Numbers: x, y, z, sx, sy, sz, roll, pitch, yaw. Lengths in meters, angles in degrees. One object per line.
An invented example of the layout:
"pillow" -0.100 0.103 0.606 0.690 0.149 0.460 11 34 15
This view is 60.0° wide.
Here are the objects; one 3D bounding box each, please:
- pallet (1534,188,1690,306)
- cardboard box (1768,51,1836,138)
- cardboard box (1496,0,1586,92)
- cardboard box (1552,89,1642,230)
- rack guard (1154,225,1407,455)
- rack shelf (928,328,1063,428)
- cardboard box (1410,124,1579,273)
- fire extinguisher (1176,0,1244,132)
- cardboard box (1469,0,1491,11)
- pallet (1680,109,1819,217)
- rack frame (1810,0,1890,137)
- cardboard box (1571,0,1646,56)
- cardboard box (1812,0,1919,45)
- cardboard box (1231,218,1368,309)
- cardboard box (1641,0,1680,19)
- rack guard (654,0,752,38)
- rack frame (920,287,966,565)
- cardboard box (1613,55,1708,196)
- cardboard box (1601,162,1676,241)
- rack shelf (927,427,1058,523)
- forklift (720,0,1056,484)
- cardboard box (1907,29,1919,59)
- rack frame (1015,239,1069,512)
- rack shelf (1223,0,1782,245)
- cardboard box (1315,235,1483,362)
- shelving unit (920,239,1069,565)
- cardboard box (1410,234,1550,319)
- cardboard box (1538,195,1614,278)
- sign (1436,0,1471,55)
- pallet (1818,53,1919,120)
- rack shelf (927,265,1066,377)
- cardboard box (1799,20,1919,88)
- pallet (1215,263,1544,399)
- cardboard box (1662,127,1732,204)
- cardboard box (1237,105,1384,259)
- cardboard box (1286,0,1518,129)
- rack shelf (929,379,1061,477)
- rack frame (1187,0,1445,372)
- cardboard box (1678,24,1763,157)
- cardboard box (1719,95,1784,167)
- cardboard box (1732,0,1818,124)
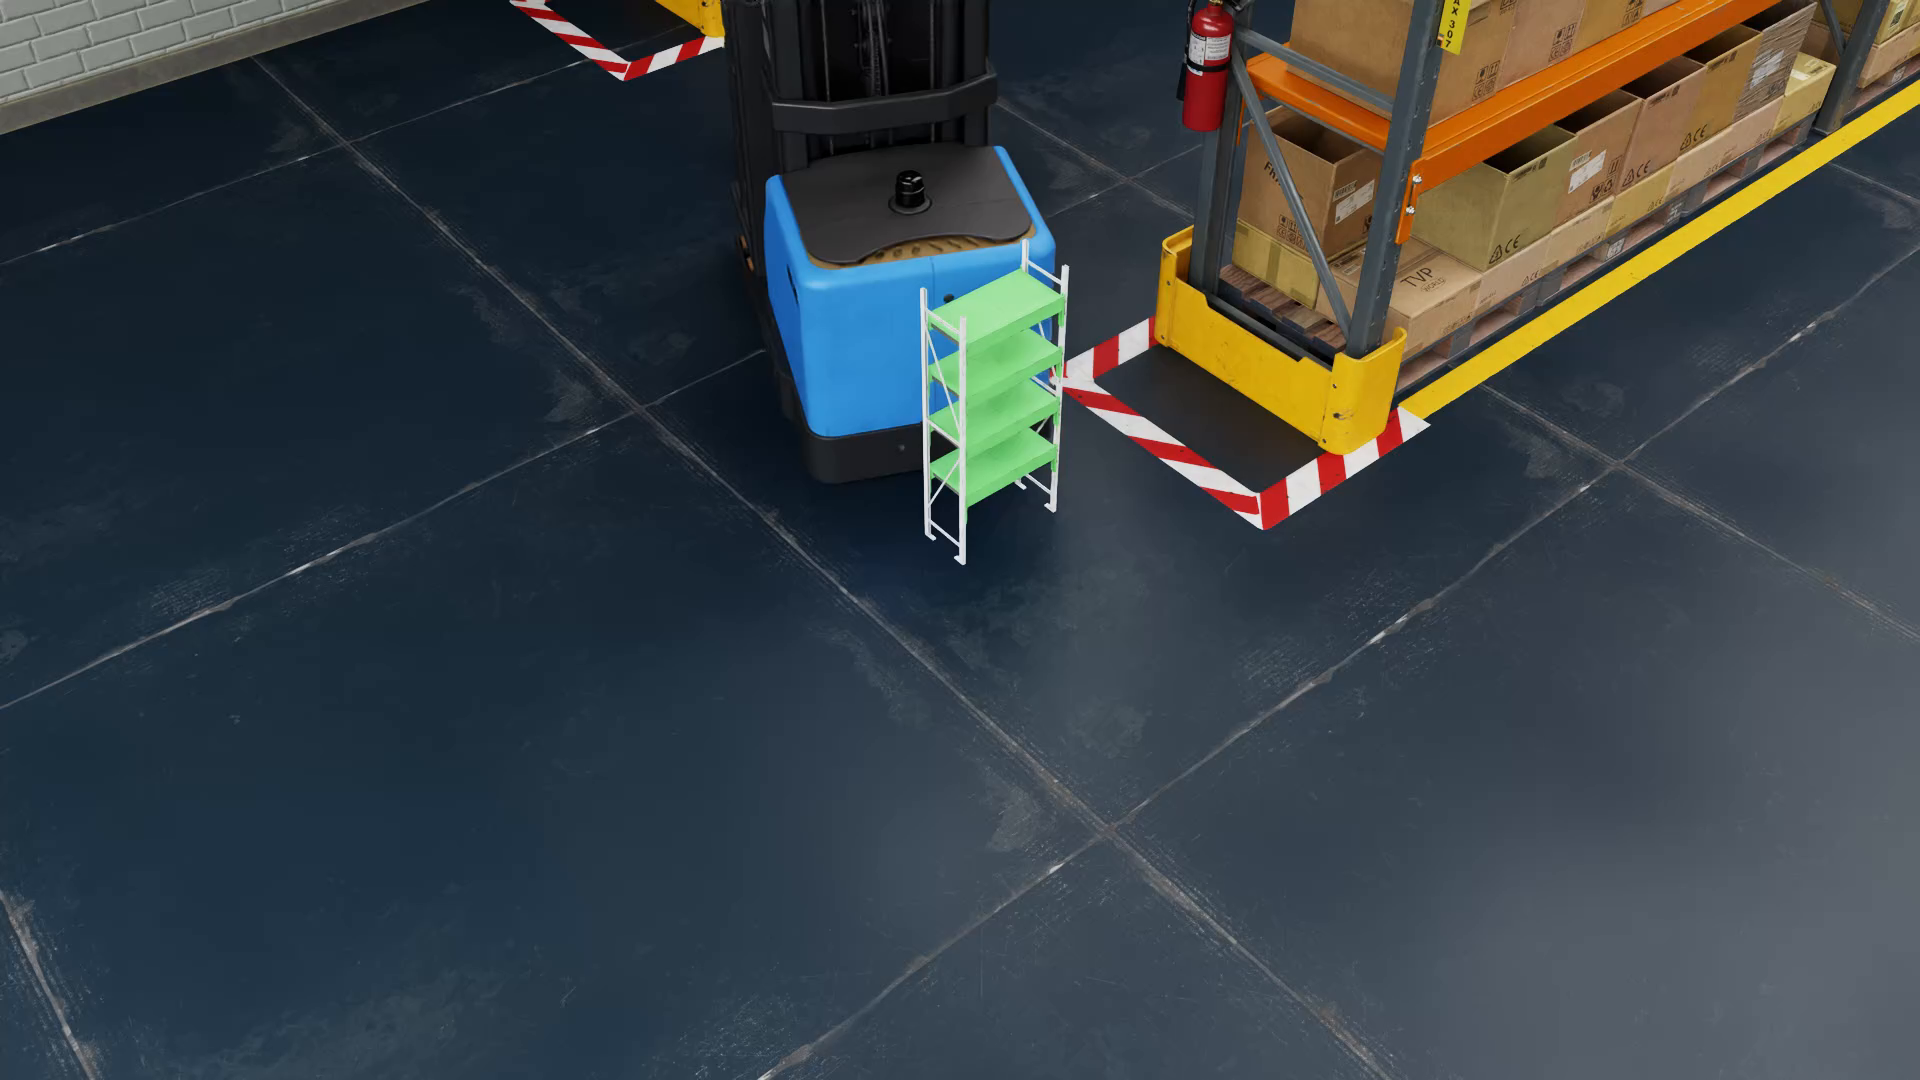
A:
"pallet" 2.898 -1.706 8.413 1.213 0.211 1.003 -30 51 -28
"cardboard box" 4.256 -2.421 8.839 0.500 0.250 0.500 -30 51 -28
"cardboard box" 2.169 -2.300 6.935 0.500 0.500 0.700 -28 50 -27
"cardboard box" 2.715 -1.822 7.653 0.500 0.500 0.500 -30 51 -28
"rack guard" 1.384 -0.910 7.354 0.348 0.500 1.175 -30 51 -28
"rack shelf" 0.127 -0.638 6.296 0.480 0.148 0.258 -30 51 -28
"cardboard box" 2.339 -1.595 7.412 0.500 0.500 0.500 -30 51 -28
"fire extinguisher" 1.014 -1.996 6.740 0.183 0.674 0.296 -30 51 -28
"cardboard box" 1.842 -2.164 6.316 0.250 0.149 0.380 -30 51 -28
"pallet" 3.834 -2.245 8.986 1.213 0.211 1.003 -30 51 -28
"rack frame" 4.471 -3.589 8.380 0.127 3.000 1.000 -30 51 -28
"cardboard box" 2.554 -2.515 7.164 0.500 0.500 0.700 -29 51 -28
"cardboard box" 4.948 -2.995 9.040 0.500 0.311 0.500 -30 51 -28
"cardboard box" 1.625 -1.373 7.723 0.500 0.250 0.500 -30 51 -28
"cardboard box" 2.955 -2.748 7.412 0.500 0.500 0.700 -28 50 -27
"rack guard" -1.720 -3.554 10.169 0.348 0.500 1.175 -30 51 -28
"rack frame" -0.060 -0.403 6.303 0.015 1.200 0.240 -30 51 -28
"cardboard box" 3.109 -2.032 7.877 0.500 0.500 0.500 -30 51 -28
"cardboard box" 3.109 -1.759 8.134 0.500 0.250 0.500 -30 51 -28
"rack shelf" 0.127 -0.289 6.625 0.480 0.148 0.258 -30 51 -28
"forklift" -0.478 -2.325 7.085 1.130 2.935 3.031 -10 44 -11
"cardboard box" 5.332 -3.010 9.466 0.500 0.250 0.500 -29 50 -27
"rack frame" 0.314 -0.617 6.531 0.015 1.200 0.240 -30 51 -28
"rack shelf" 2.937 -2.448 7.691 4.000 0.370 1.077 -30 51 -28
"cardboard box" 1.957 -1.101 7.433 0.500 0.250 0.500 -30 51 -28
"shelving unit" 0.127 -0.510 6.417 0.503 1.200 0.258 -30 51 -28
"cardboard box" 2.338 -1.323 7.669 0.500 0.250 0.500 -30 51 -28
"cardboard box" 2.722 -1.542 7.903 0.500 0.250 0.500 -30 51 -28
"sign" 1.754 -1.882 5.873 0.005 0.325 0.100 -30 51 -28
"pallet" 5.011 -2.916 9.701 1.213 0.211 1.003 -30 51 -28
"rack shelf" 0.127 -0.813 6.132 0.480 0.148 0.258 -30 51 -28
"cardboard box" 4.939 -2.787 9.228 0.500 0.250 0.500 -31 51 -29
"pallet" 1.963 -1.173 7.845 1.213 0.211 1.003 -30 51 -28
"cardboard box" 3.492 -1.979 8.368 0.500 0.250 0.500 -30 51 -28
"cardboard box" 1.623 -1.648 7.467 0.500 0.500 0.500 -30 51 -28
"cardboard box" 1.769 -2.067 6.686 0.500 0.500 0.700 -30 51 -28
"rack shelf" 0.127 -0.463 6.460 0.480 0.148 0.258 -30 51 -28
"rack frame" 1.403 -1.832 6.509 0.127 3.000 1.000 -30 51 -28
"cardboard box" 3.484 -2.259 8.119 0.500 0.500 0.500 -30 51 -28
"cardboard box" 3.866 -2.207 8.610 0.500 0.250 0.500 -30 51 -28
"cardboard box" 3.865 -2.481 8.355 0.500 0.500 0.500 -30 51 -28
